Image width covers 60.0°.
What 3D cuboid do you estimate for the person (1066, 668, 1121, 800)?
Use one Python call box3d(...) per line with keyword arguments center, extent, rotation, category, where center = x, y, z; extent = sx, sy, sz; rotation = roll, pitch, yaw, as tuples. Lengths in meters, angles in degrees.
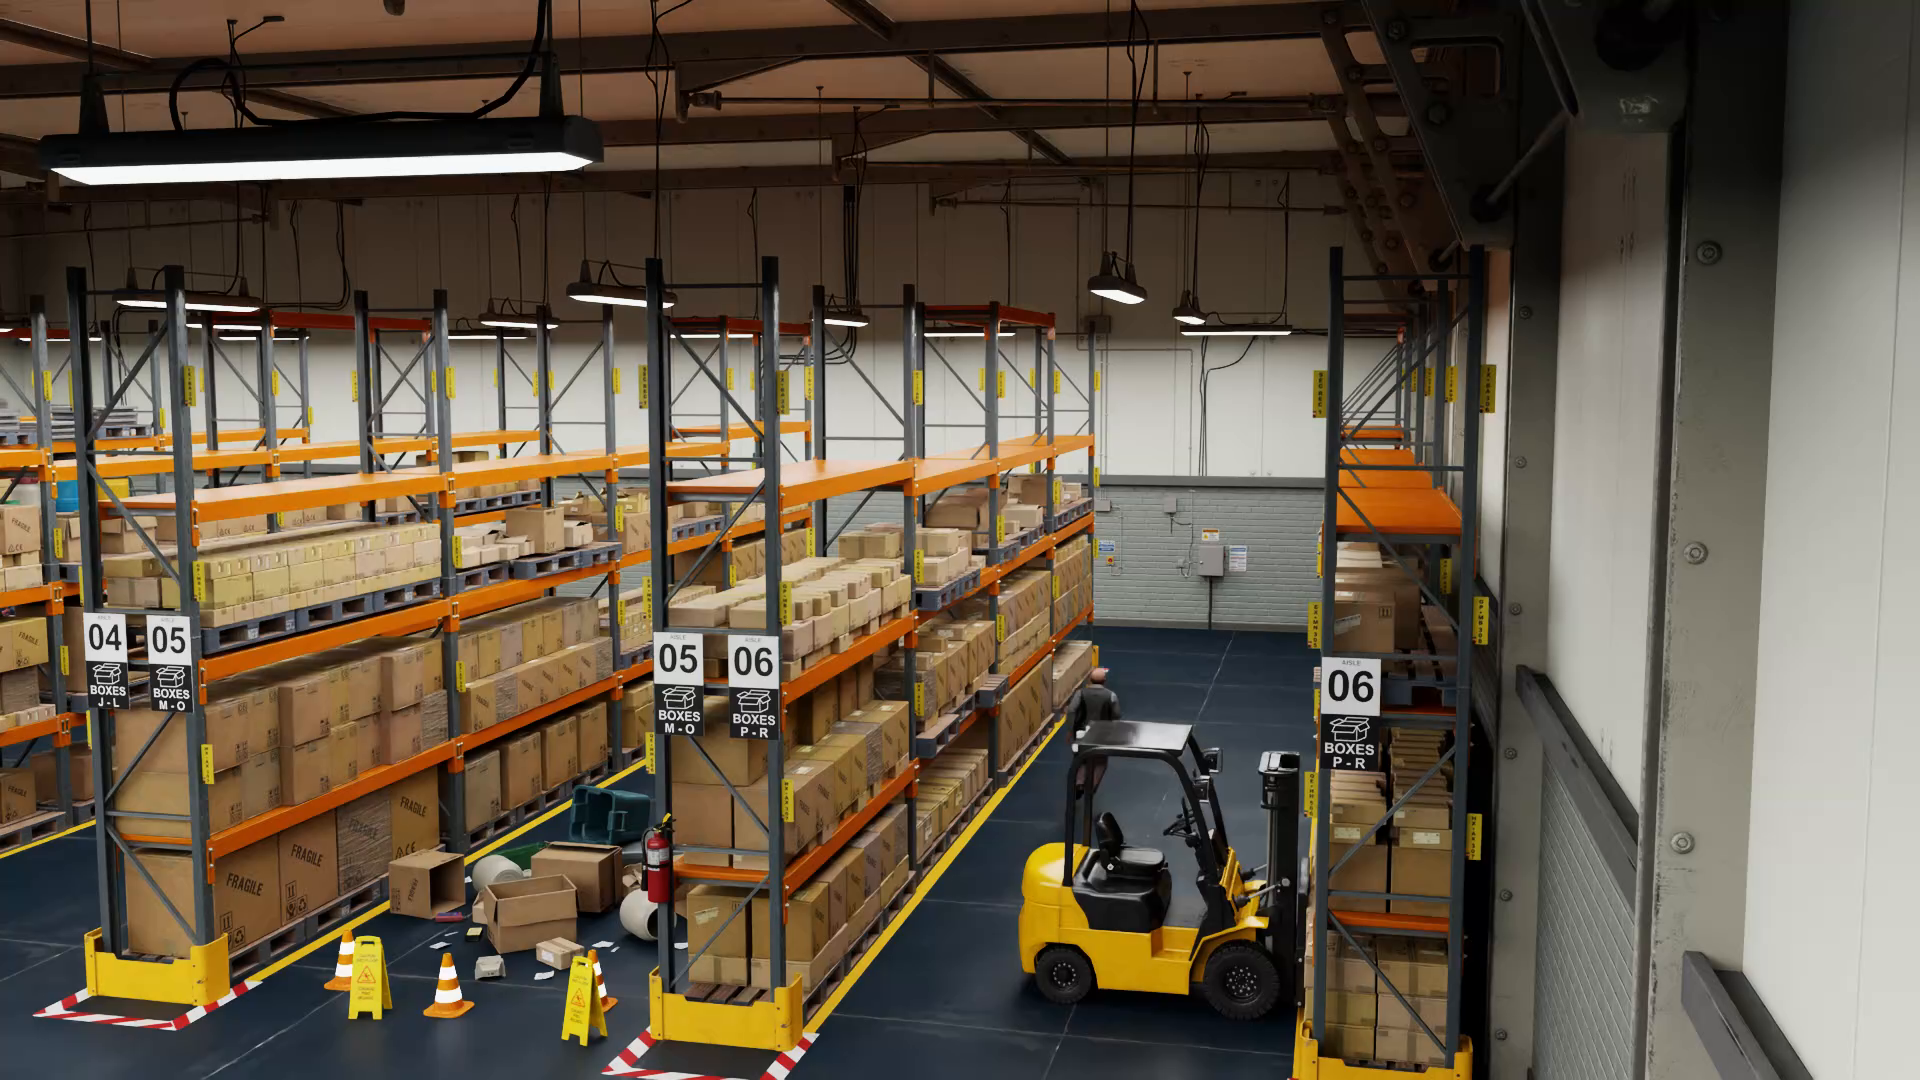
box3d(center=(1.562, 2.274, 19.489), extent=(0.621, 1.529, 0.754), rotation=(2, 6, 15), category="person")
